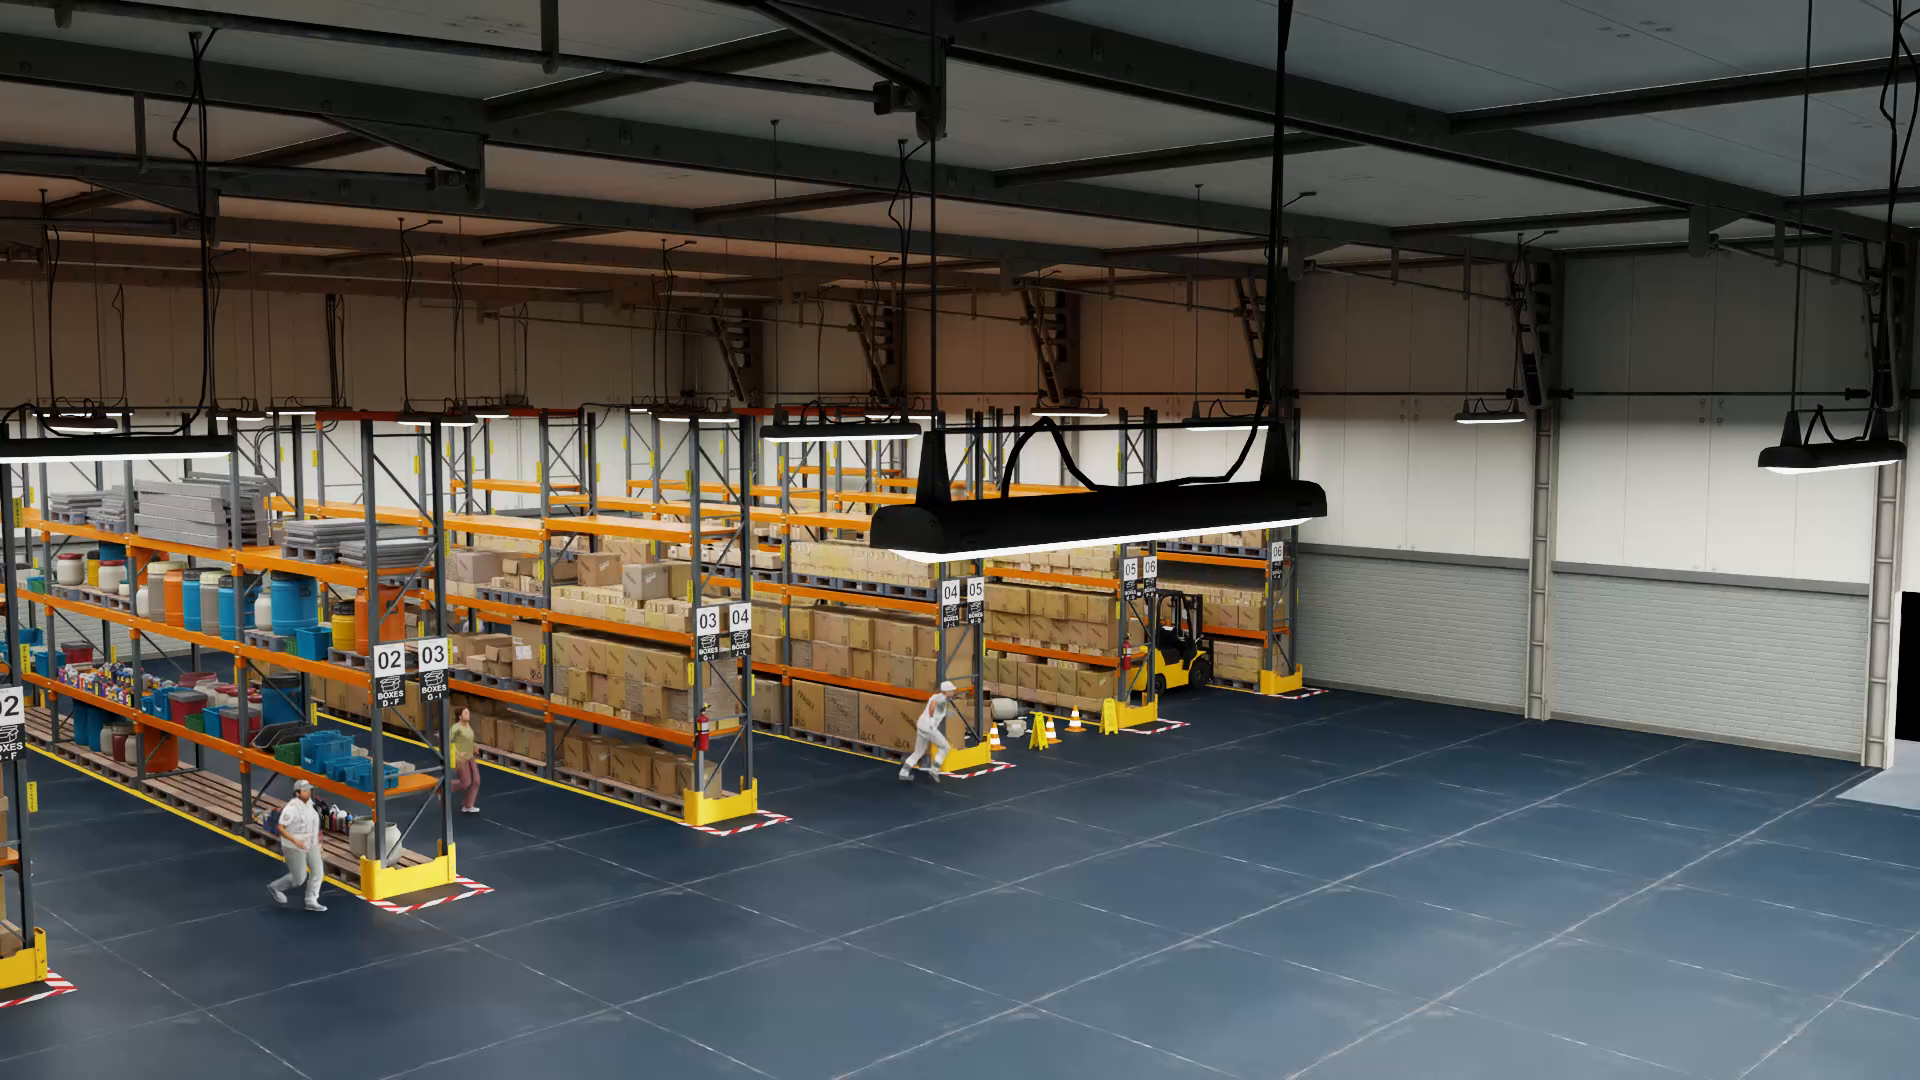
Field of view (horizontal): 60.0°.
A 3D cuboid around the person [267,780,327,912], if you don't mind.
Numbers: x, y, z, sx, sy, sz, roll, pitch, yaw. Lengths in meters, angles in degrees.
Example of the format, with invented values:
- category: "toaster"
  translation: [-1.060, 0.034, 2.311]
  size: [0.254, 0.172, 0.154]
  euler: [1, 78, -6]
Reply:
- category: "person"
  translation: [-8.102, 3.724, 20.312]
  size: [0.760, 1.623, 0.626]
  euler: [2, 5, 19]

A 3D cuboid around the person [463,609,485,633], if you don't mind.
- category: "person"
  translation: [-10.517, 2.317, 35.986]
  size: [0.569, 1.695, 0.854]
  euler: [-4, 7, -41]

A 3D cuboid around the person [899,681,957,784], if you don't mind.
- category: "person"
  translation: [-0.502, 3.142, 26.885]
  size: [0.992, 1.695, 0.714]
  euler: [-1, 5, -15]

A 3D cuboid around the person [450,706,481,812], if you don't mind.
- category: "person"
  translation: [-7.566, 3.302, 25.141]
  size: [0.694, 1.622, 0.589]
  euler: [2, 5, 19]

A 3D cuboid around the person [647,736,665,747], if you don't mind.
- category: "person"
  translation: [-5.203, 2.945, 29.477]
  size: [0.864, 1.552, 0.694]
  euler: [2, 5, 21]
